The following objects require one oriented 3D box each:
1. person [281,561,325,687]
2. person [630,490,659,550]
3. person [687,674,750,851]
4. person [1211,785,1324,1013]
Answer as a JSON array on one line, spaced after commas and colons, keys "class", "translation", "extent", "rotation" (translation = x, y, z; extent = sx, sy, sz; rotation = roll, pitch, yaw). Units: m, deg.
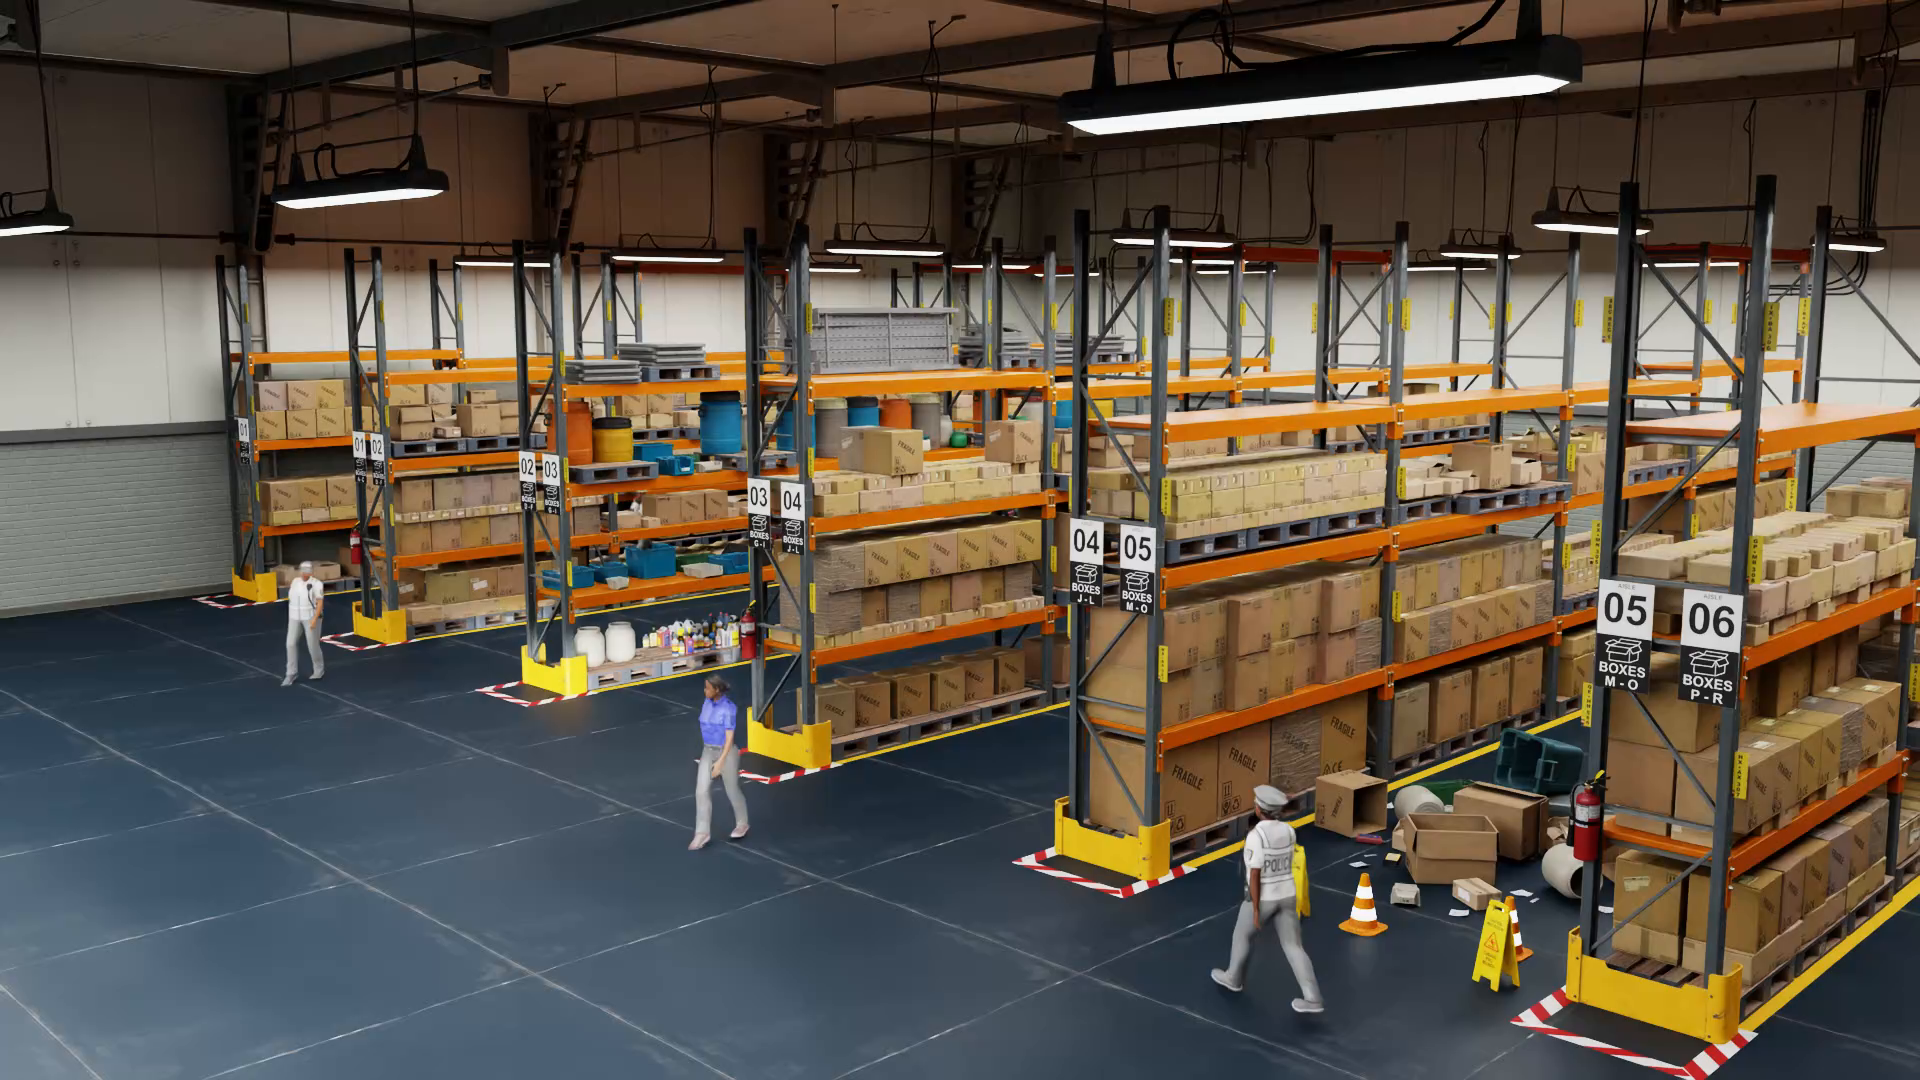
[{"class": "person", "translation": [-9.019, 1.135, 22.814], "extent": [0.504, 1.680, 0.671], "rotation": [0, 8, 2]}, {"class": "person", "translation": [-6.113, -0.204, 31.816], "extent": [0.537, 1.710, 1.015], "rotation": [5, 9, 29]}, {"class": "person", "translation": [-2.335, 2.124, 15.998], "extent": [0.466, 1.678, 0.742], "rotation": [5, 10, 33]}, {"class": "person", "translation": [2.285, 2.627, 12.264], "extent": [0.442, 1.624, 1.041], "rotation": [-5, 9, -29]}]
